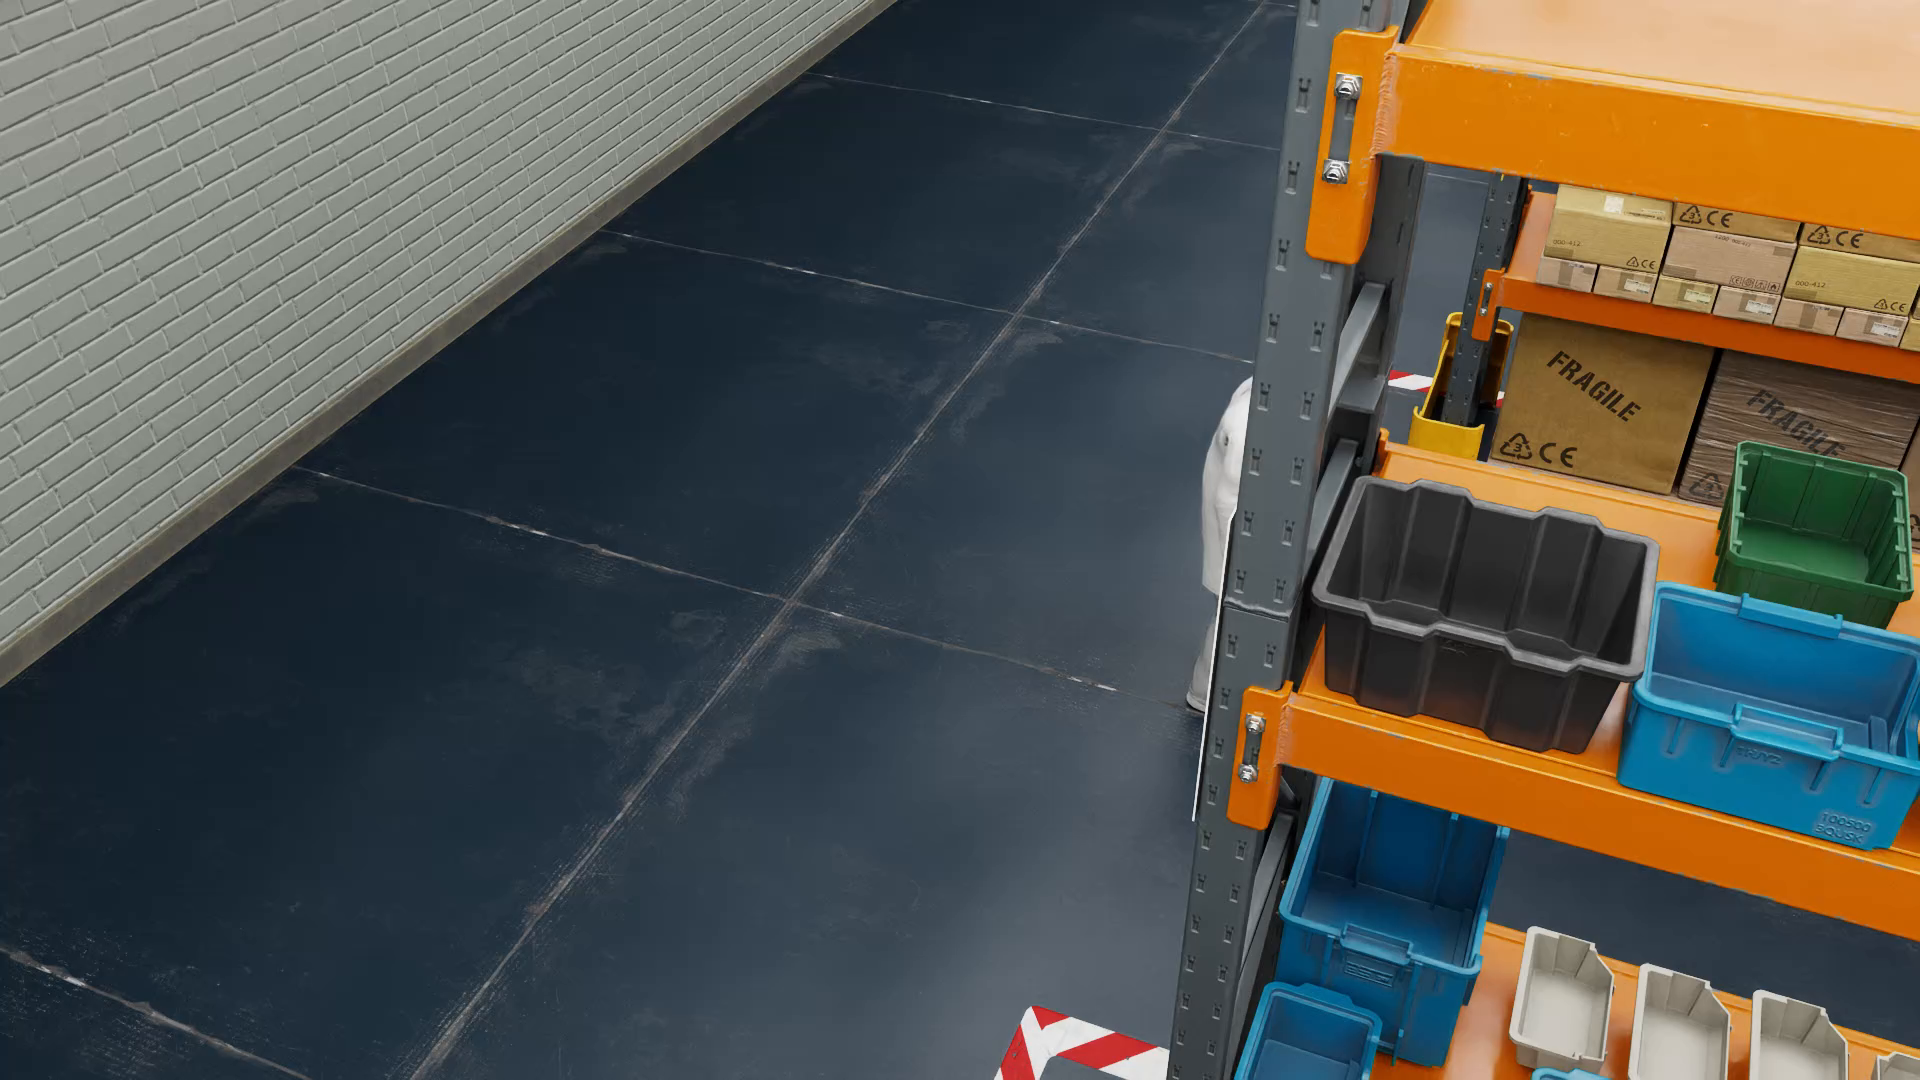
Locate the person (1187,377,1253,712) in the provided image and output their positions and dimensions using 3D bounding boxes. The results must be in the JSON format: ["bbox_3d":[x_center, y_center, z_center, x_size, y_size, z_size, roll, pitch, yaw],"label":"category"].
[{"bbox_3d":[1.206,-0.058,6.910,0.422,1.775,0.643,14,39,18],"label":"person"}]
